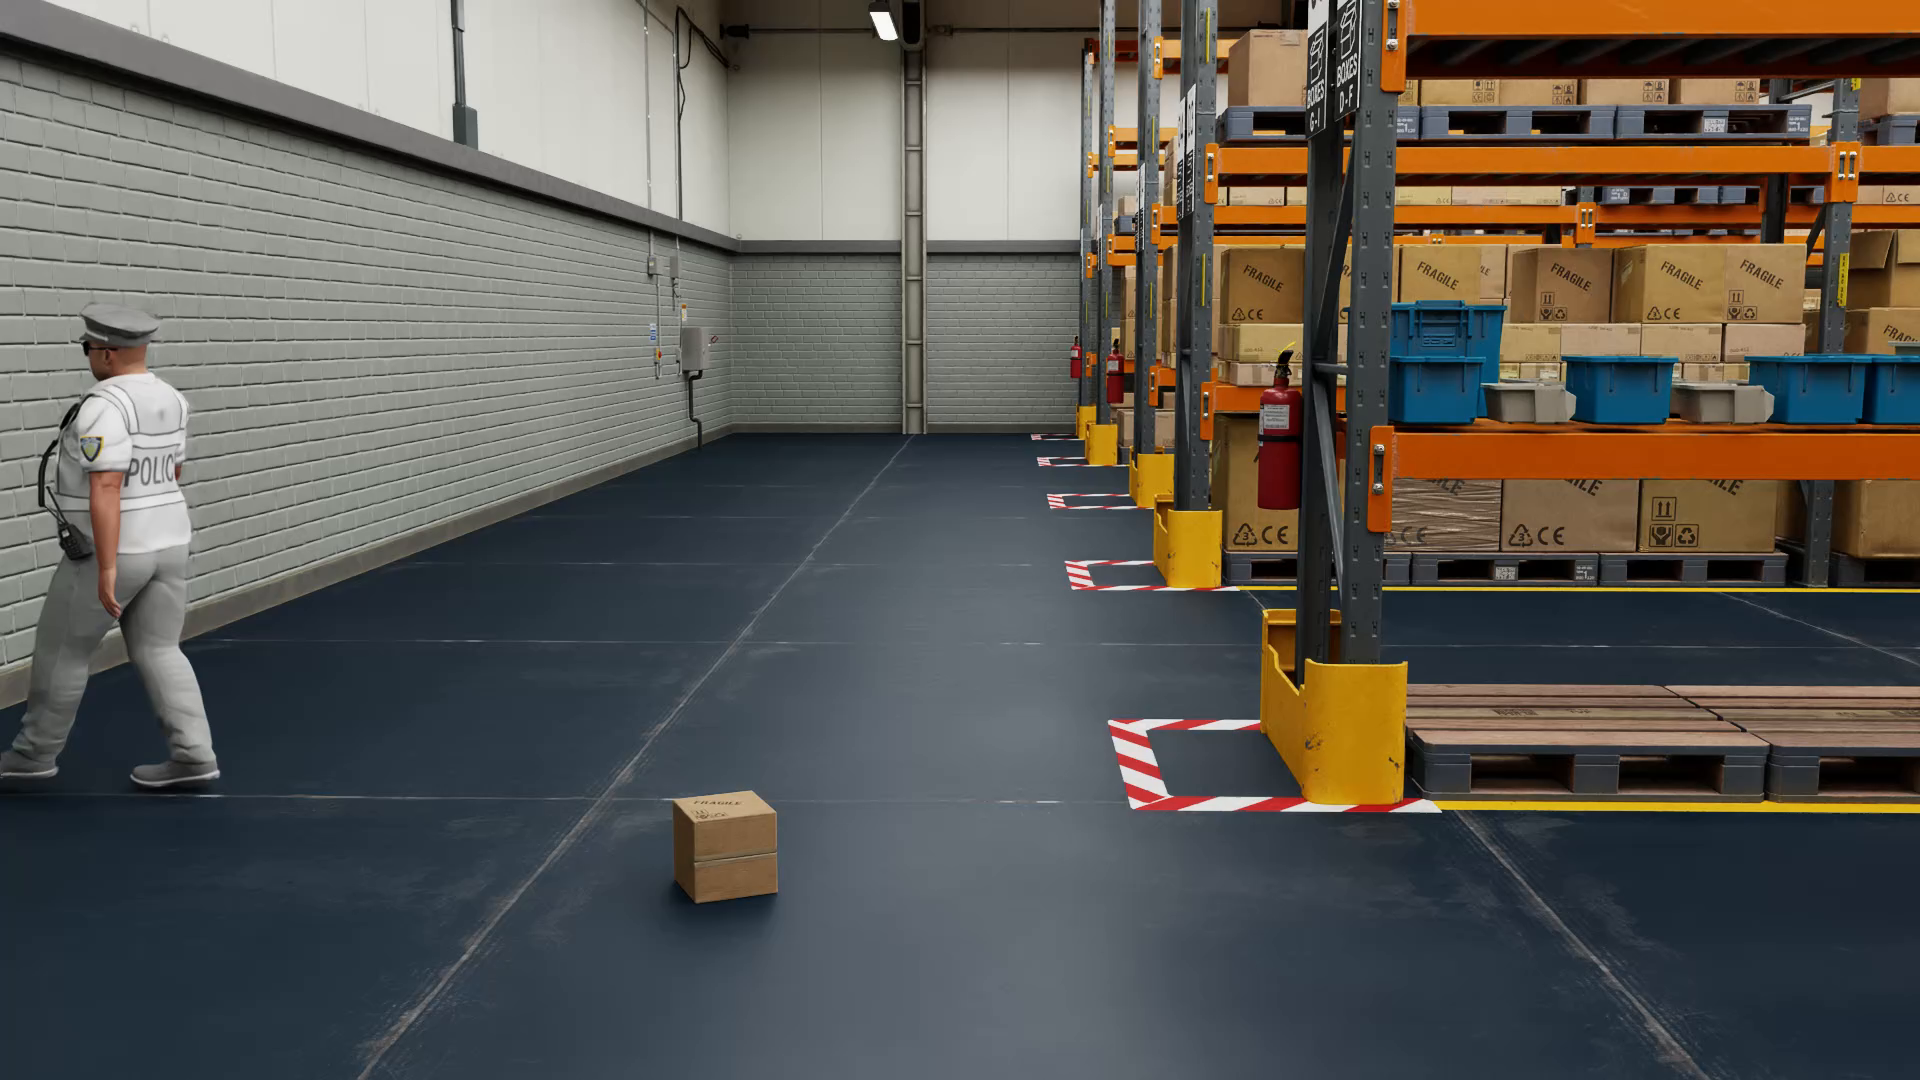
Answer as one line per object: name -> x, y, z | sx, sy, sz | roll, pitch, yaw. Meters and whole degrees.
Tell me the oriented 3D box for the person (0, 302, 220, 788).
person -> -3.132, 0.023, 5.977 | 0.880, 1.737, 0.591 | 2, 7, 15
